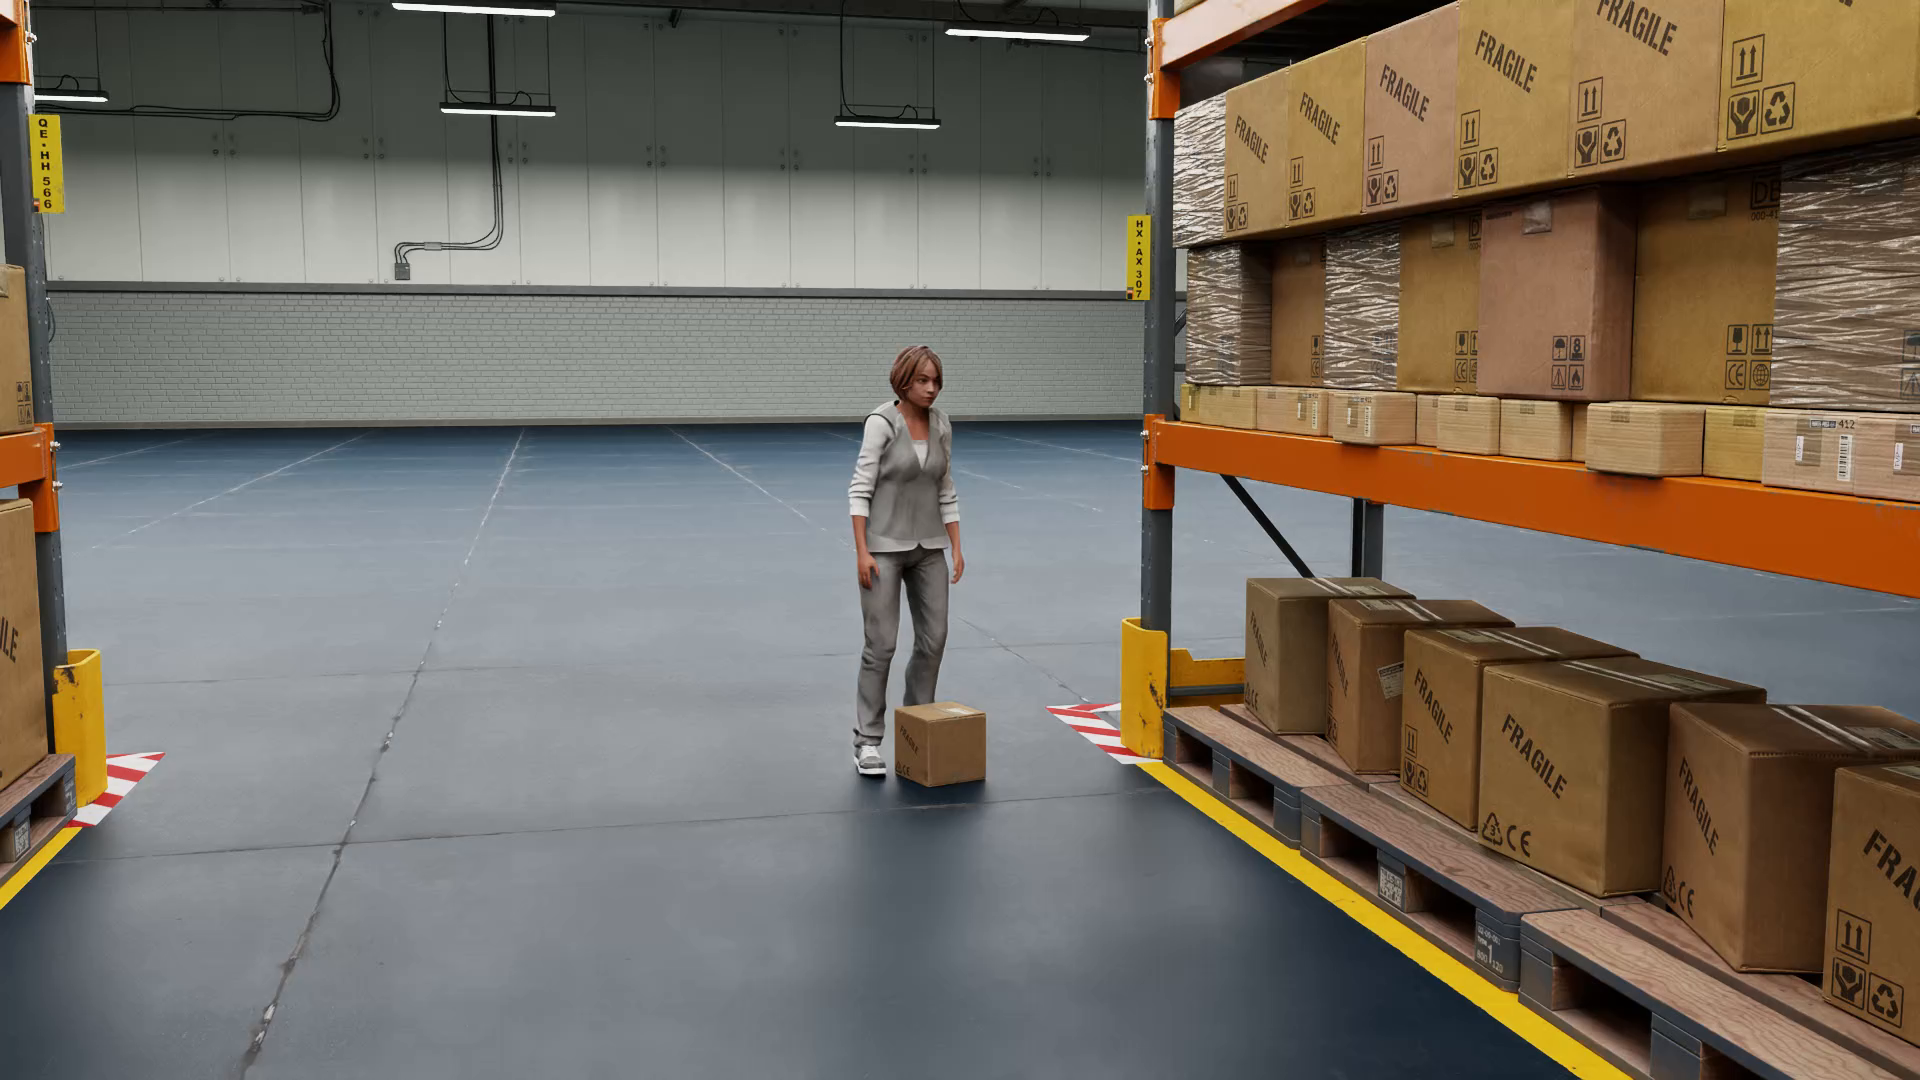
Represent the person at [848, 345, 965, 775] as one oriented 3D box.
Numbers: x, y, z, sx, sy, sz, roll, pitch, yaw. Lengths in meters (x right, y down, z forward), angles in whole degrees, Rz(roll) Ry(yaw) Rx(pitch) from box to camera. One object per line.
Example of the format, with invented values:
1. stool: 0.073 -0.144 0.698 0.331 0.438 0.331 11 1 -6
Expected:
1. person: -0.205 0.066 6.286 0.481 1.593 0.345 -4 7 -32
